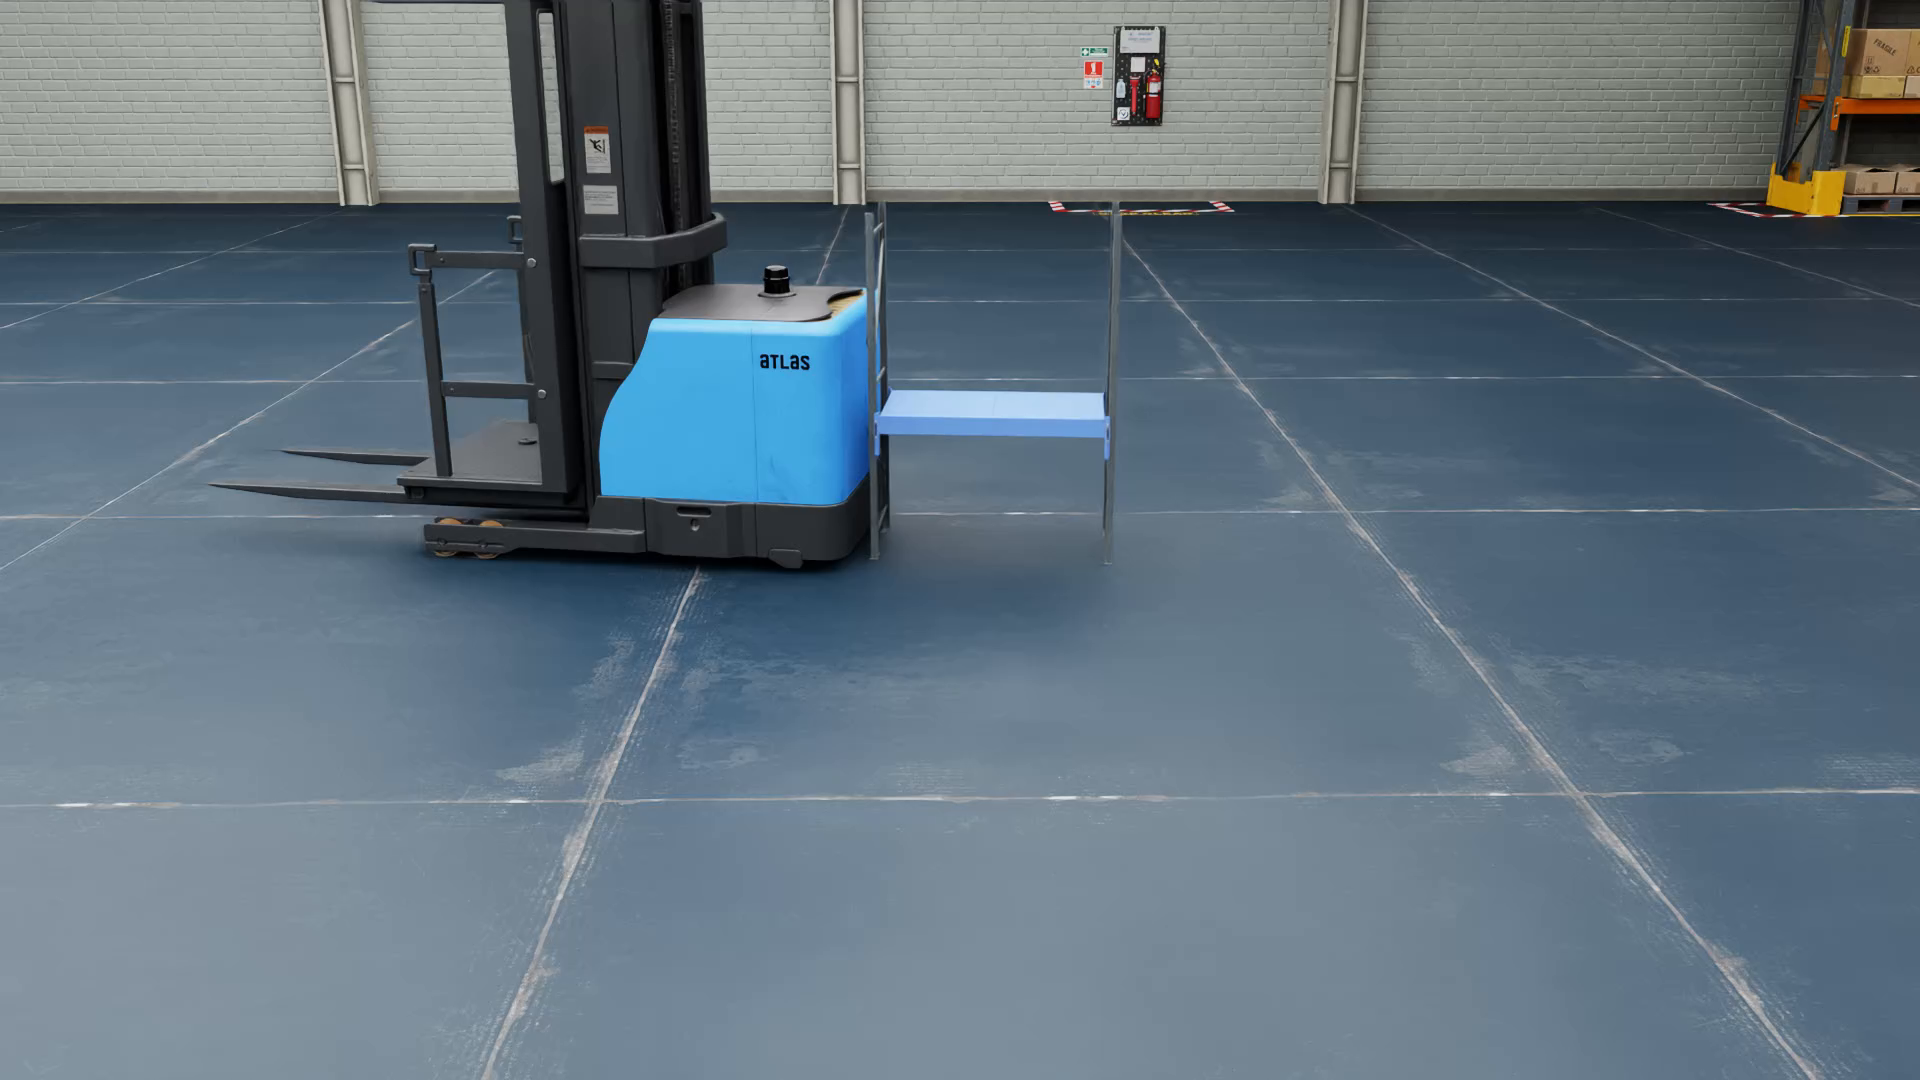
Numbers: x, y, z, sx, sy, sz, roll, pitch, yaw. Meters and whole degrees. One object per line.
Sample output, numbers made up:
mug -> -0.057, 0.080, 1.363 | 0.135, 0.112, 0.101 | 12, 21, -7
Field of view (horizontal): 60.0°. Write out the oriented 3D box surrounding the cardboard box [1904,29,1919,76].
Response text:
cardboard box -> 10.936, -5.572, 18.991 | 0.500, 0.500, 0.500 | 0, 18, -1

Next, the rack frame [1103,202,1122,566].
rack frame -> 0.658, -0.678, 7.206 | 0.032, 1.500, 0.500 | 1, 18, 4

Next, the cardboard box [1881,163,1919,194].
cardboard box -> 11.223, -4.274, 19.643 | 0.500, 0.311, 0.500 | 1, 18, 4

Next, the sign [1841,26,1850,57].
sign -> 9.969, -5.613, 18.717 | 0.005, 0.325, 0.100 | 0, 18, -1

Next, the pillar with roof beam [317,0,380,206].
pillar with roof beam -> -7.284, -7.089, 14.915 | 0.400, 9.000, 9.100 | 0, 18, -1

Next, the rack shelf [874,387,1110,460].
rack shelf -> 0.151, -0.517, 7.293 | 1.000, 0.185, 0.538 | 1, 18, 4

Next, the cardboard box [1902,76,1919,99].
cardboard box -> 10.972, -5.217, 19.113 | 0.500, 0.250, 0.500 | -1, 18, -3

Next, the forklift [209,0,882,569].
forklift -> -1.900, -1.467, 7.322 | 3.031, 2.935, 1.130 | 3, 18, 9

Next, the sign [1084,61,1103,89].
sign -> 1.621, -5.651, 20.194 | 0.234, 0.329, 0.001 | 0, 18, -1

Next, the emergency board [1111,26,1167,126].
emergency board -> 2.175, -5.605, 20.109 | 0.643, 1.169, 0.194 | 0, 18, -1

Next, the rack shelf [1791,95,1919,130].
rack shelf -> 11.960, -5.034, 19.506 | 4.000, 0.370, 1.077 | 0, 18, -1

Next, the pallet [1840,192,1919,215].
pallet -> 10.849, -4.032, 19.772 | 1.213, 0.211, 1.003 | 0, 18, -1

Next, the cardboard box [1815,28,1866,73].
cardboard box -> 10.428, -5.729, 19.481 | 0.500, 0.500, 0.500 | 0, 18, -1

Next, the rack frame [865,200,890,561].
rack frame -> -0.357, -0.699, 7.271 | 0.032, 1.500, 0.500 | 1, 18, 4

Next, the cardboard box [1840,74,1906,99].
cardboard box -> 10.453, -5.210, 19.091 | 0.500, 0.250, 0.500 | -1, 18, -2

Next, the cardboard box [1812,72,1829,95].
cardboard box -> 10.424, -5.366, 19.578 | 0.500, 0.250, 0.500 | 0, 18, 0

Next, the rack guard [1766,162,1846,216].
rack guard -> 10.036, -4.177, 19.749 | 0.348, 0.500, 1.175 | 0, 18, -1

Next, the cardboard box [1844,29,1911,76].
cardboard box -> 10.442, -5.572, 18.993 | 0.500, 0.500, 0.500 | 0, 18, -1

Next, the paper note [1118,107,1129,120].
paper note -> 1.997, -5.206, 20.307 | 0.142, 0.148, 0.016 | 0, 18, -1

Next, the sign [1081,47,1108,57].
sign -> 1.626, -5.900, 20.104 | 0.331, 0.109, 0.001 | 0, 18, -1

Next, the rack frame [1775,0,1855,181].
rack frame -> 9.960, -5.367, 19.366 | 0.127, 3.000, 1.000 | 0, 18, -1

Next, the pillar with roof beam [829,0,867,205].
pillar with roof beam -> -1.284, -7.118, 15.005 | 0.400, 9.000, 9.100 | 0, 18, -1

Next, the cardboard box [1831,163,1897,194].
cardboard box -> 10.653, -4.272, 19.634 | 0.500, 0.311, 0.500 | -2, 18, -7

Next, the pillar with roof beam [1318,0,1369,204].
pillar with roof beam -> 4.715, -7.147, 15.095 | 0.400, 9.000, 9.100 | 0, 18, -1

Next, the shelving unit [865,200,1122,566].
shelving unit -> 0.151, -0.688, 7.238 | 1.048, 1.500, 0.538 | 1, 18, 4

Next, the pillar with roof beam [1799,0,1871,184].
pillar with roof beam -> 10.714, -7.176, 15.185 | 0.400, 9.000, 9.100 | 0, 18, -1
